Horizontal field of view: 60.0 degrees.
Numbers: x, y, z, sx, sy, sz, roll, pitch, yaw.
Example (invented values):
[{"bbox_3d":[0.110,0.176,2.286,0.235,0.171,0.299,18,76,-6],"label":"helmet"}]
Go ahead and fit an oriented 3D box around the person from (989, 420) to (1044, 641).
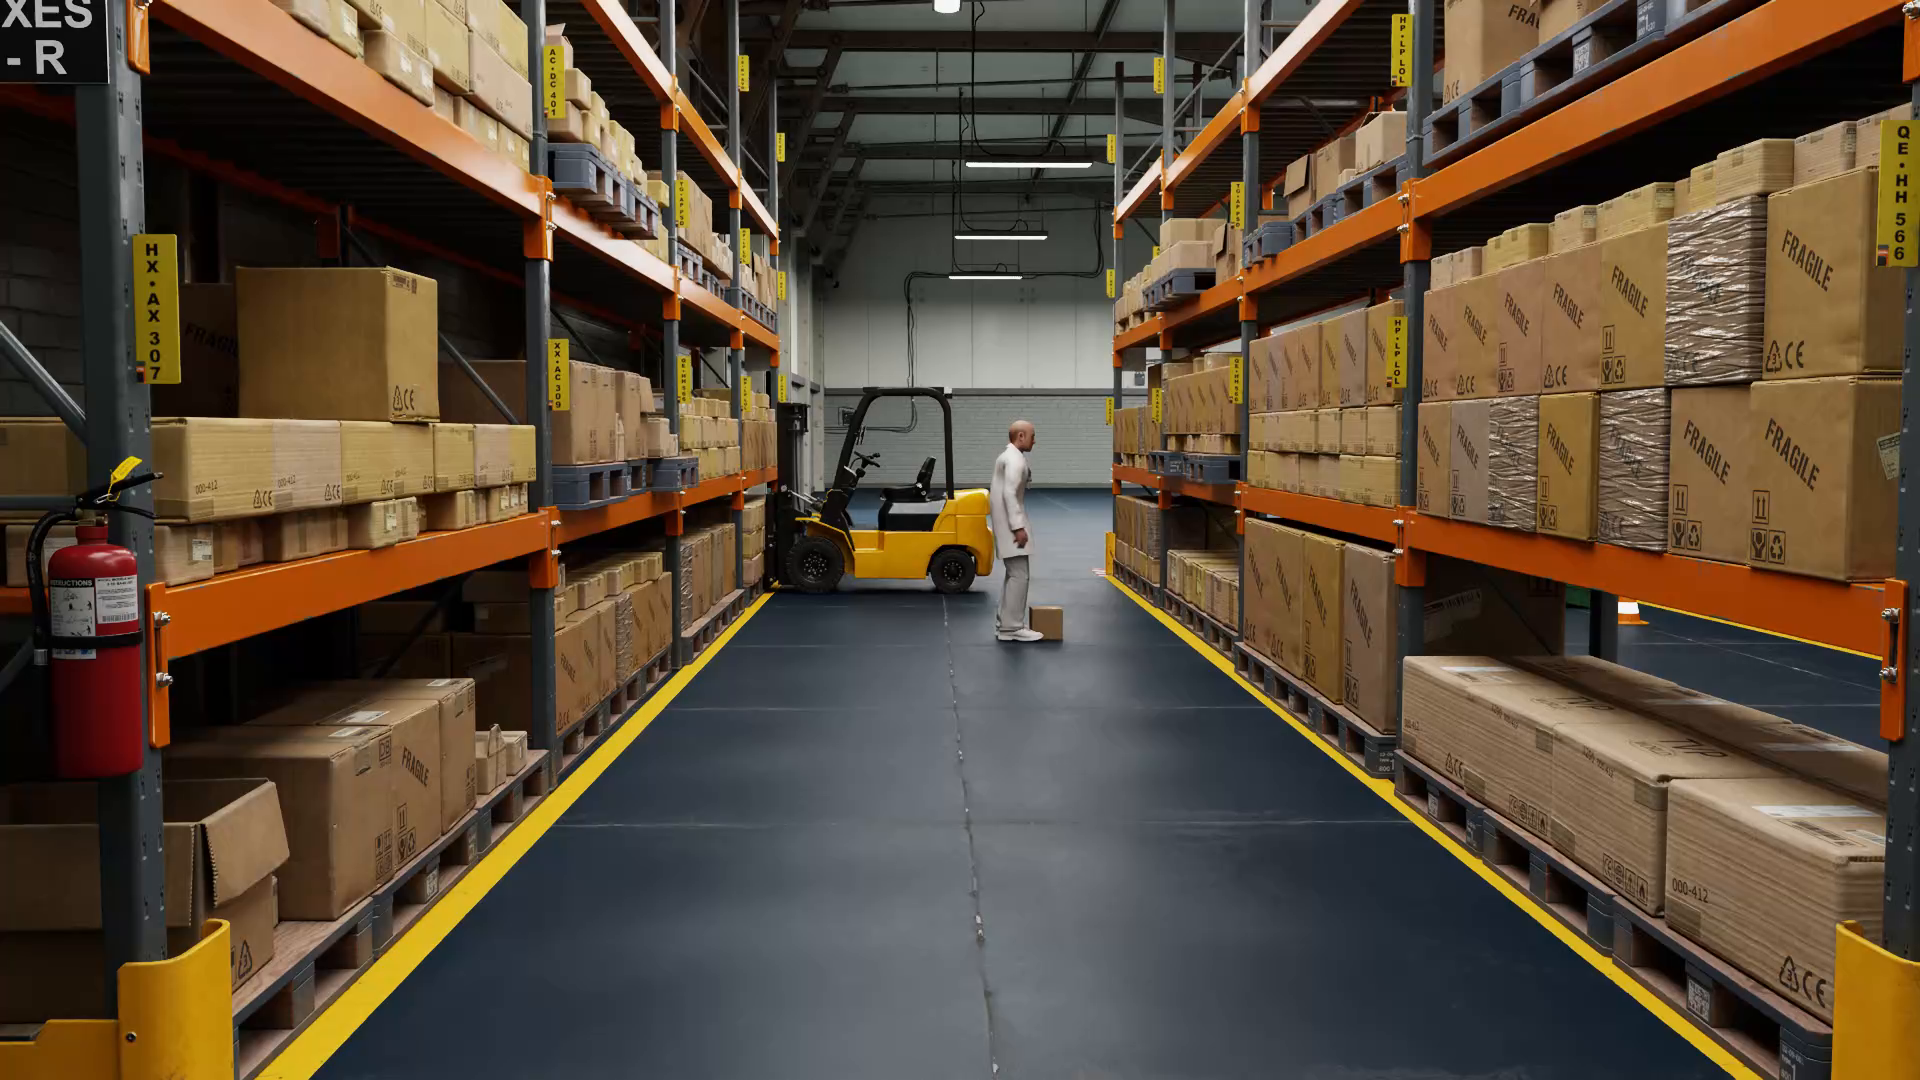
[{"bbox_3d":[0.450,-0.084,13.524,0.426,1.773,0.640,0,4,-2],"label":"person"}]
